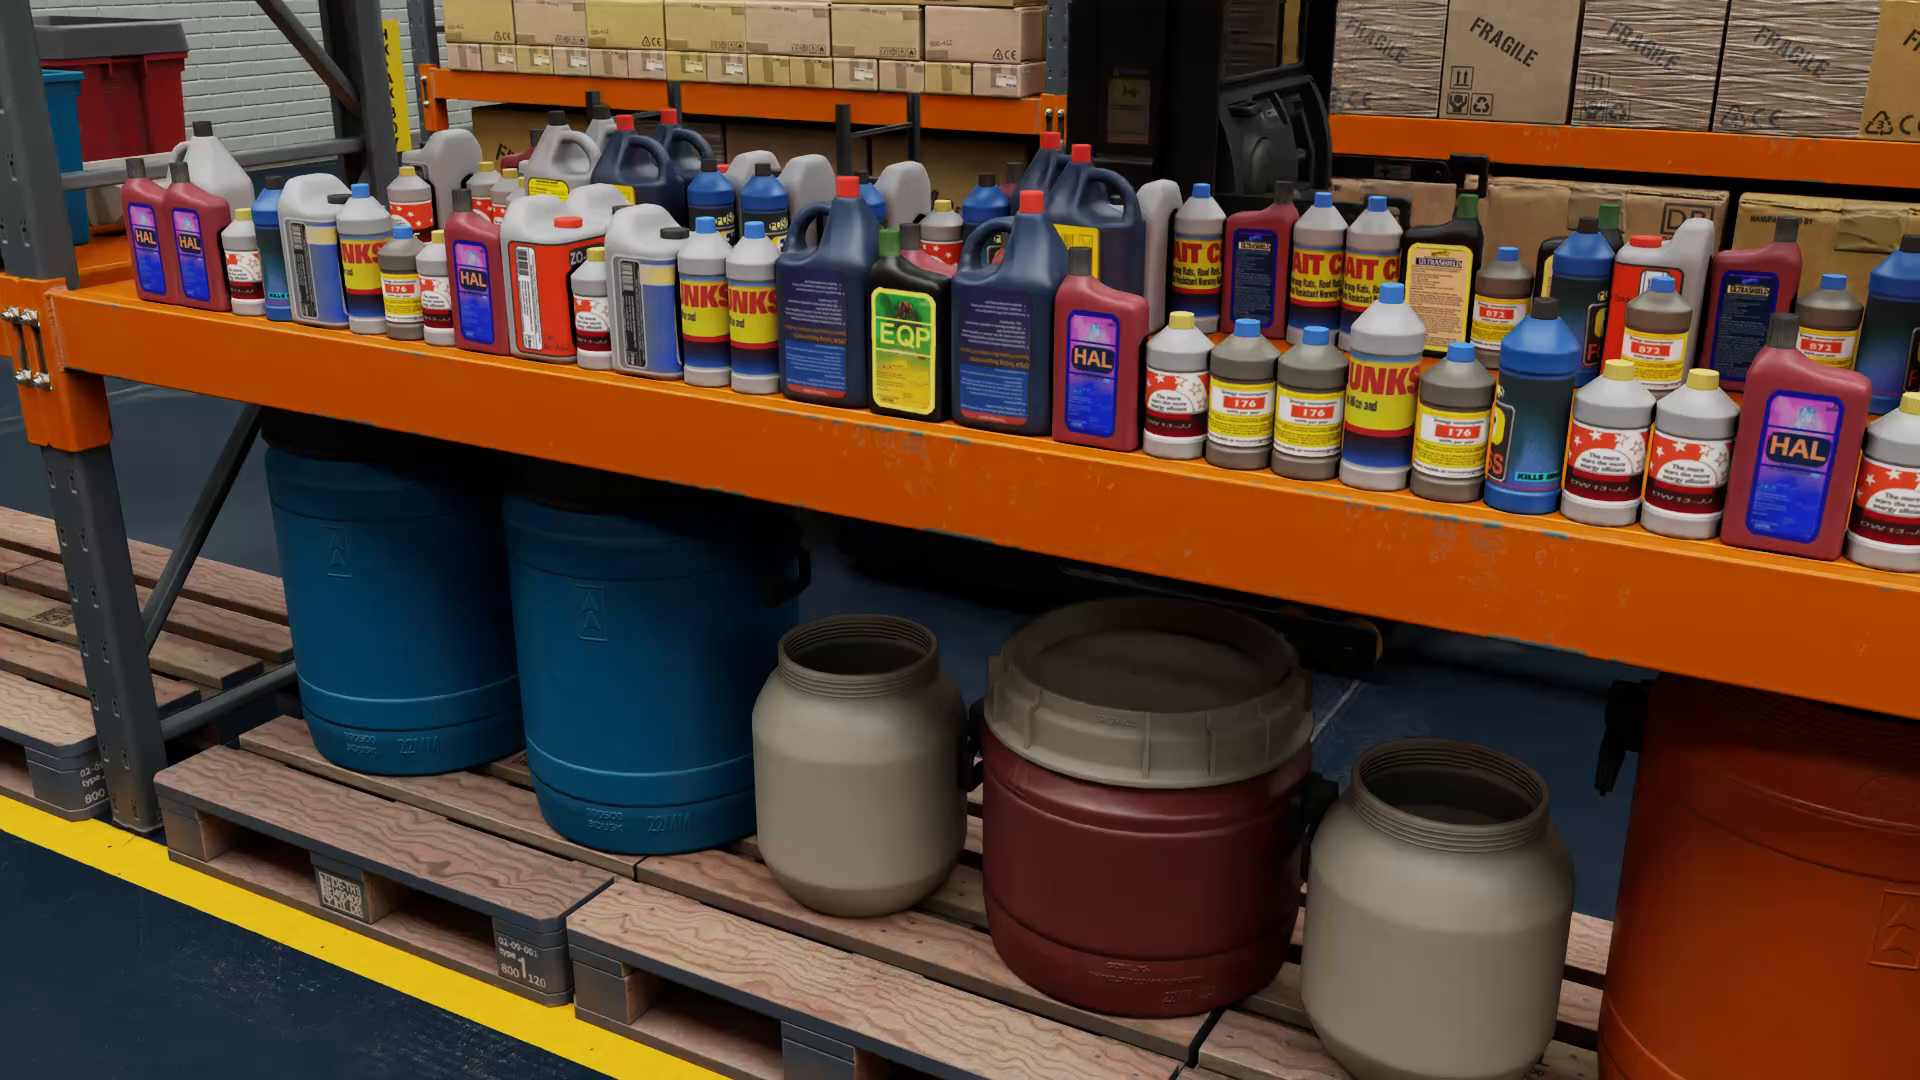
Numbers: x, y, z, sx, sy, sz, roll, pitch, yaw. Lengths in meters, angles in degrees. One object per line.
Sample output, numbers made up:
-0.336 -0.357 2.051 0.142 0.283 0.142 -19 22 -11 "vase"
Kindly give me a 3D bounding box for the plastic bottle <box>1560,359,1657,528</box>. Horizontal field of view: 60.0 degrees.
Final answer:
0.822 -0.126 2.106 0.097 0.201 0.097 0 20 0 "plastic bottle"

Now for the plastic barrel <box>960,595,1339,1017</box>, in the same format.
0.340 0.472 3.086 0.708 0.588 0.600 11 23 27 "plastic barrel"

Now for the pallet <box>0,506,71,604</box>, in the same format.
-3.460 0.132 5.192 1.213 0.211 1.003 11 23 27 "pallet"

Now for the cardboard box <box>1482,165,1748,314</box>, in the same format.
2.810 -1.145 7.123 0.875 0.875 1.225 11 23 27 "cardboard box"

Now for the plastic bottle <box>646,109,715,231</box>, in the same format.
-0.607 -0.756 3.623 0.185 0.351 0.144 11 23 27 "plastic bottle"

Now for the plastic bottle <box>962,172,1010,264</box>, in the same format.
0.052 -0.579 3.250 0.097 0.271 0.097 0 20 0 "plastic bottle"

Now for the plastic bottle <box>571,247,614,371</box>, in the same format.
-0.616 -0.400 2.861 0.097 0.201 0.097 0 20 0 "plastic bottle"

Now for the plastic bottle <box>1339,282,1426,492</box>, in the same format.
0.567 -0.208 2.228 0.097 0.271 0.097 0 20 0 "plastic bottle"

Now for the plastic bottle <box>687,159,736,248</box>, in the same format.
-0.514 -0.651 3.449 0.097 0.271 0.097 0 20 0 "plastic bottle"

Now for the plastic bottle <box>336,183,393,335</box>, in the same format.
-1.105 -0.526 3.106 0.097 0.271 0.097 0 20 0 "plastic bottle"

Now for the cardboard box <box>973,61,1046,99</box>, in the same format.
0.259 -2.175 7.831 0.250 0.149 0.380 11 23 28 "cardboard box"

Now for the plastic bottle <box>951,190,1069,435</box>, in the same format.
0.084 -0.346 2.493 0.185 0.351 0.144 11 23 27 "plastic bottle"

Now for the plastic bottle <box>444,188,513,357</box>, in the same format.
-0.843 -0.475 2.947 0.133 0.283 0.061 11 23 27 "plastic bottle"

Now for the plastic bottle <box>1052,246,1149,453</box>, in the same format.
0.203 -0.276 2.398 0.133 0.283 0.061 11 23 27 "plastic bottle"

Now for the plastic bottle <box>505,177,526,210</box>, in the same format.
-0.954 -0.702 3.692 0.097 0.201 0.097 0 20 0 "plastic bottle"

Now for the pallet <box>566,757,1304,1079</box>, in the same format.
-0.008 0.789 3.382 1.213 0.211 1.003 11 23 27 "pallet"

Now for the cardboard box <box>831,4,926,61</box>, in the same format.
-0.281 -2.490 8.114 0.500 0.250 0.500 12 23 29 "cardboard box"

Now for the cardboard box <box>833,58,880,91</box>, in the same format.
-0.414 -2.303 8.185 0.250 0.149 0.380 11 23 28 "cardboard box"

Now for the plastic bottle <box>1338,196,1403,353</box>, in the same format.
0.732 -0.473 2.959 0.097 0.271 0.097 0 20 0 "plastic bottle"

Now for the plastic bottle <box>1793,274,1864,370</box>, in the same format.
1.369 -0.319 2.636 0.097 0.201 0.097 0 20 0 "plastic bottle"

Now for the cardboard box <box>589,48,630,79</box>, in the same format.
-1.760 -2.560 8.891 0.250 0.149 0.380 10 22 26 "cardboard box"

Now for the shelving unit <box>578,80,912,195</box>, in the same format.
-0.744 -0.840 5.981 1.048 1.500 0.538 10 22 26 "shelving unit"

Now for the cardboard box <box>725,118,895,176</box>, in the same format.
-0.638 -1.822 8.989 0.875 0.875 0.875 11 23 27 "cardboard box"

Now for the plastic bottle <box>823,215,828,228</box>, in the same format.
-0.237 -0.625 3.480 0.097 0.201 0.097 0 20 0 "plastic bottle"

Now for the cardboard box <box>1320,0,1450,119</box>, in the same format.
1.841 -2.069 7.025 0.500 0.500 0.500 10 22 26 "cardboard box"

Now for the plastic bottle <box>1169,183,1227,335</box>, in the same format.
0.446 -0.528 3.109 0.097 0.271 0.097 0 20 0 "plastic bottle"

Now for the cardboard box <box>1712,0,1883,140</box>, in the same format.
3.193 -1.815 6.323 0.500 0.500 0.500 11 22 27 "cardboard box"

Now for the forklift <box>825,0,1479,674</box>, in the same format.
1.092 -1.199 4.871 3.031 2.935 1.130 10 22 26 "forklift"

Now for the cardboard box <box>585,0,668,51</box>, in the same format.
-1.626 -2.745 8.818 0.500 0.250 0.500 10 22 26 "cardboard box"

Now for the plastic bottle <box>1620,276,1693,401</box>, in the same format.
1.093 -0.312 2.617 0.097 0.201 0.097 0 20 0 "plastic bottle"

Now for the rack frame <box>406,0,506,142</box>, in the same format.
-2.807 -3.005 9.751 0.127 3.000 1.000 11 23 27 "rack frame"

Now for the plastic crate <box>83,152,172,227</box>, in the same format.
-2.067 -0.890 4.218 0.243 0.136 0.396 11 23 27 "plastic crate"

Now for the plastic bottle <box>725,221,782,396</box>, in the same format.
-0.328 -0.378 2.698 0.097 0.271 0.097 0 20 0 "plastic bottle"

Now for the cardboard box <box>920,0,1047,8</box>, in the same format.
0.153 -2.759 7.756 0.500 0.500 0.500 12 23 29 "cardboard box"

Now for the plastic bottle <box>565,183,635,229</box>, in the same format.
-0.629 -0.508 3.049 0.135 0.276 0.152 11 23 27 "plastic bottle"

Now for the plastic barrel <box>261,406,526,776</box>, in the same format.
-1.264 0.019 3.875 0.708 0.901 0.600 11 23 27 "plastic barrel"

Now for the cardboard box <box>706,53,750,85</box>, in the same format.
-1.085 -2.431 8.537 0.250 0.149 0.380 11 23 28 "cardboard box"

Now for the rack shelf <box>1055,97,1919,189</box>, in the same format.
2.431 -1.669 7.123 4.000 0.370 1.077 11 23 27 "rack shelf"

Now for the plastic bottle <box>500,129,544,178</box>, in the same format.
-1.004 -0.817 3.888 0.133 0.283 0.061 11 23 27 "plastic bottle"

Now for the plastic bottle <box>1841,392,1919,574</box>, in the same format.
1.109 -0.072 1.956 0.097 0.201 0.097 0 20 0 "plastic bottle"

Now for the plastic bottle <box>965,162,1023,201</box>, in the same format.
0.075 -0.611 3.322 0.133 0.283 0.061 11 23 27 "plastic bottle"

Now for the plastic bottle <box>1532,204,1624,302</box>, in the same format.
1.043 -0.426 2.813 0.133 0.283 0.061 11 23 27 "plastic bottle"

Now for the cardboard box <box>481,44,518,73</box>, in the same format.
-2.433 -2.688 9.244 0.250 0.149 0.380 10 22 27 "cardboard box"

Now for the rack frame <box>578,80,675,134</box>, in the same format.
-1.192 -0.922 6.206 0.032 1.500 0.500 10 22 26 "rack frame"

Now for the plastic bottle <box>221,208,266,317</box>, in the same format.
-1.392 -0.548 3.269 0.097 0.201 0.097 0 20 0 "plastic bottle"

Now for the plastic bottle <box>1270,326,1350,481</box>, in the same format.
0.482 -0.191 2.285 0.097 0.201 0.097 0 20 0 "plastic bottle"
